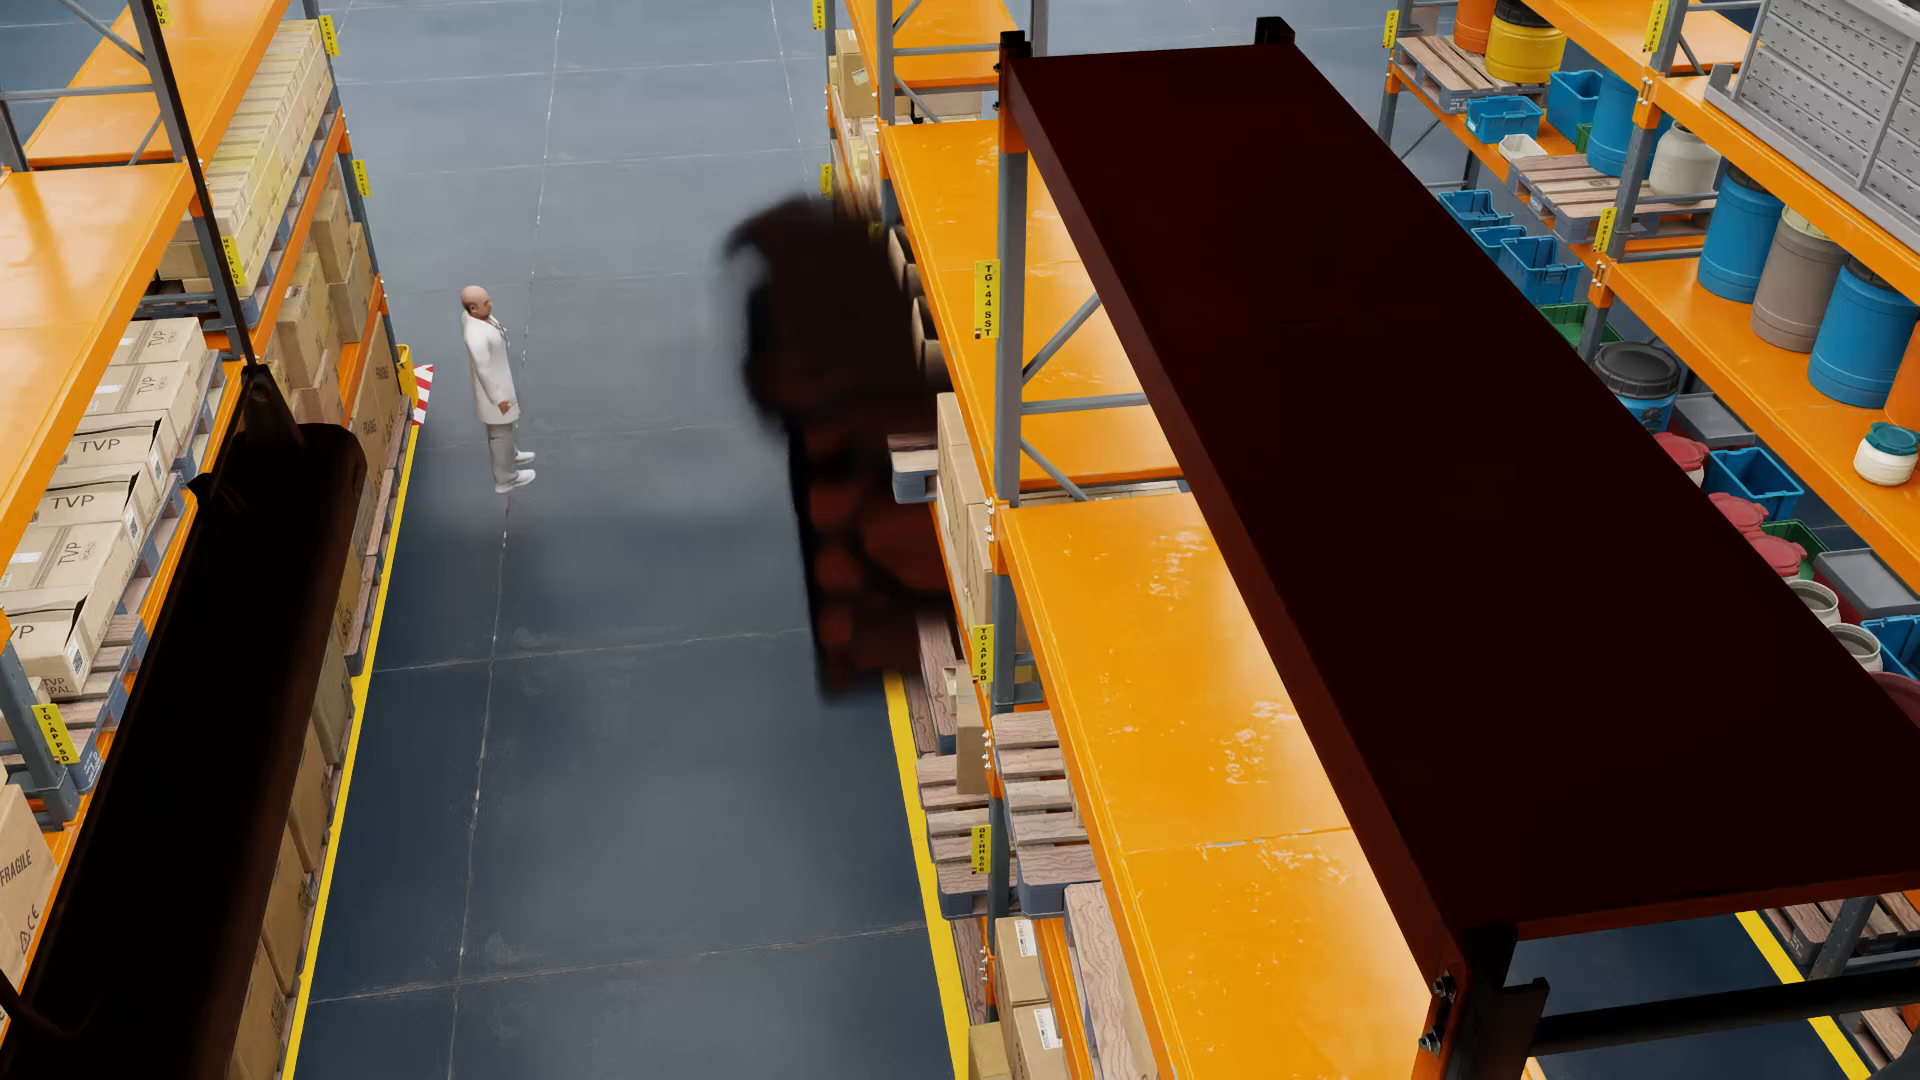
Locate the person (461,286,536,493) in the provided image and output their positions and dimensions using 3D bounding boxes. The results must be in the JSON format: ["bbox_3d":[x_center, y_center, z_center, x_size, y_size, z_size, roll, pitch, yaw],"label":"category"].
[{"bbox_3d":[-3.635,-1.221,13.108,0.431,1.790,0.602,-16,39,-20],"label":"person"}]
